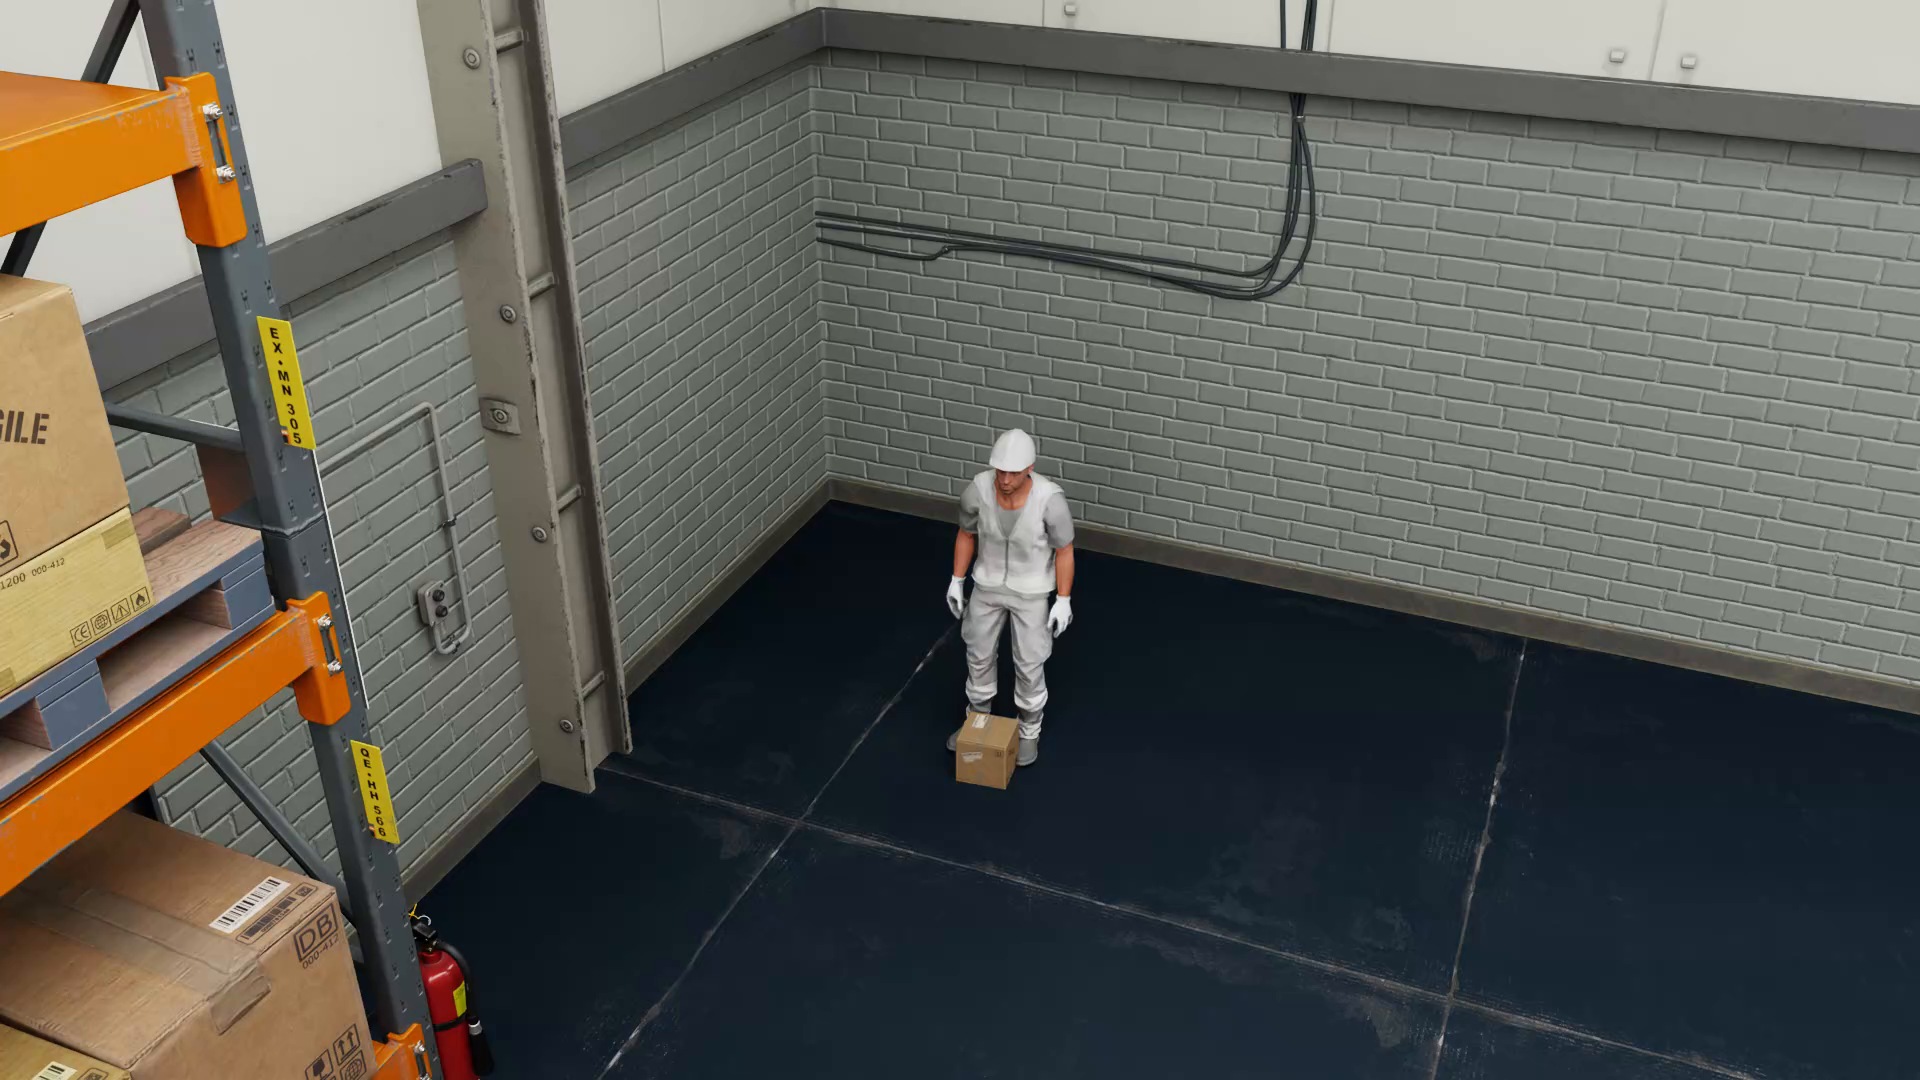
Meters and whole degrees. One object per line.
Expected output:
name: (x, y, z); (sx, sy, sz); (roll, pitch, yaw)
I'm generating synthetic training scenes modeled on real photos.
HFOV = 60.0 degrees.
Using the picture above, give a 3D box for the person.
person: (0.241, 0.261, 7.920); (0.622, 1.781, 0.445); (10, 31, 17)
